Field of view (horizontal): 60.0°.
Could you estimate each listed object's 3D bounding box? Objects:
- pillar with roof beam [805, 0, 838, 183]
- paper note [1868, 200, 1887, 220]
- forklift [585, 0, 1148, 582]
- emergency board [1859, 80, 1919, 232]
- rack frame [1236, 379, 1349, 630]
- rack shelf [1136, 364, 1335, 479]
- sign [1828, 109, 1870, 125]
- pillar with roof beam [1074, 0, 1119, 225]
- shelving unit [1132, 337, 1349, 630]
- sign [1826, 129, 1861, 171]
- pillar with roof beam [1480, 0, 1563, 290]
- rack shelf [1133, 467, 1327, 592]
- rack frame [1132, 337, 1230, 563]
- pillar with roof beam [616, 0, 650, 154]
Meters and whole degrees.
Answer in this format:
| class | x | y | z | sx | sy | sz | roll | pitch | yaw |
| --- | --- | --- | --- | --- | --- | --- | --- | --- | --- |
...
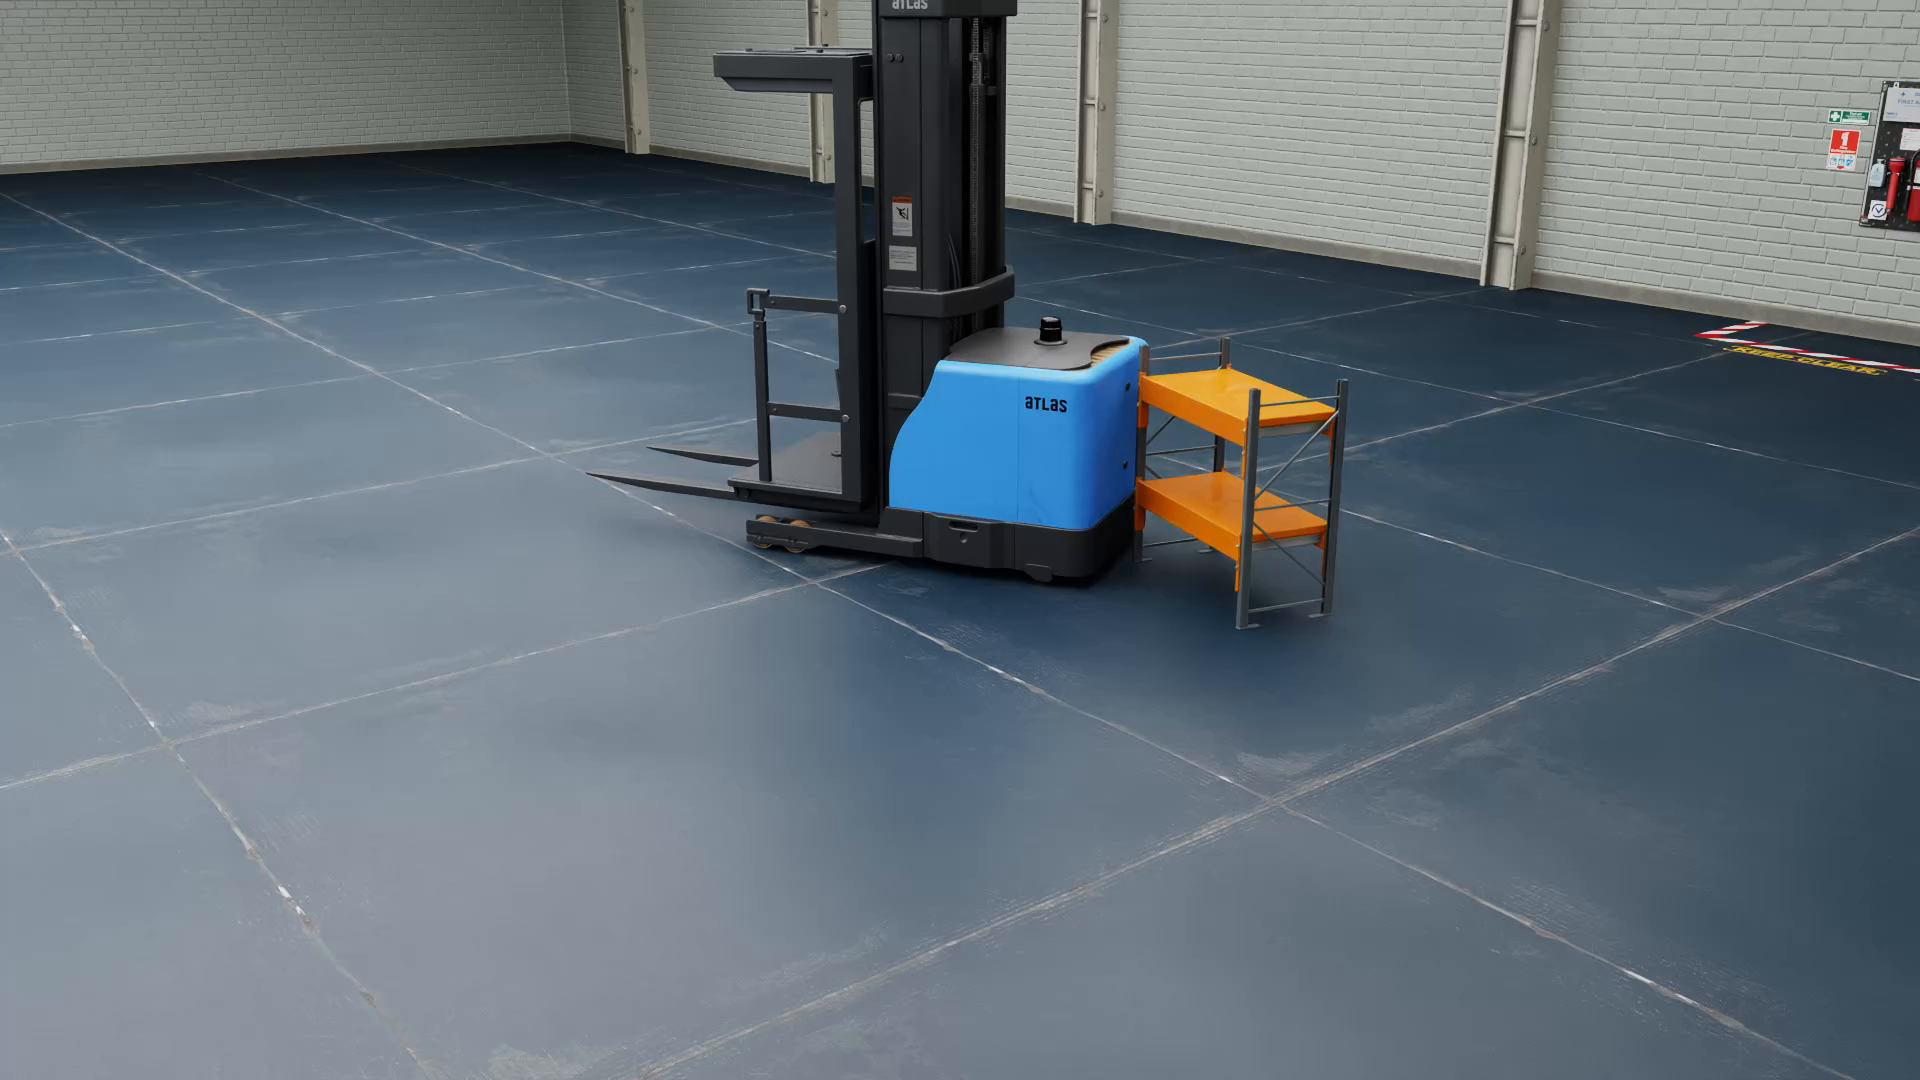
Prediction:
| class | x | y | z | sx | sy | sz | roll | pitch | yaw |
| --- | --- | --- | --- | --- | --- | --- | --- | --- | --- |
| pillar with roof beam | -5.424 | -8.905 | 21.439 | 9.100 | 9.000 | 0.400 | -14 | 23 | -36 |
| paper note | 7.566 | -2.717 | 13.697 | 0.016 | 0.148 | 0.142 | -14 | 23 | -36 |
| forklift | -0.573 | -1.468 | 8.633 | 3.031 | 2.935 | 1.130 | 8 | 20 | 22 |
| emergency board | 7.622 | -3.078 | 13.386 | 0.194 | 1.169 | 0.643 | -14 | 23 | -36 |
| rack frame | 1.504 | -0.155 | 7.541 | 0.500 | 1.125 | 0.032 | -7 | 20 | -21 |
| rack shelf | 1.311 | -0.581 | 7.895 | 0.538 | 0.278 | 1.000 | -7 | 20 | -21 |
| sign | 7.355 | -3.500 | 13.761 | 0.001 | 0.109 | 0.331 | -14 | 23 | -36 |
| pillar with roof beam | -1.699 | -7.426 | 16.974 | 9.100 | 9.000 | 0.400 | -14 | 23 | -36 |
| shelving unit | 1.311 | -0.303 | 7.987 | 0.538 | 1.125 | 1.048 | -7 | 20 | -21 |
| sign | 7.359 | -3.251 | 13.853 | 0.001 | 0.329 | 0.234 | -14 | 23 | -36 |
| pillar with roof beam | 2.026 | -5.948 | 12.509 | 9.100 | 9.000 | 0.400 | -14 | 23 | -36 |
| rack shelf | 1.311 | -0.071 | 8.064 | 0.538 | 0.278 | 1.000 | -7 | 20 | -21 |
| rack frame | 1.118 | -0.451 | 8.434 | 0.500 | 1.125 | 0.032 | -7 | 20 | -21 |
| pillar with roof beam | -9.150 | -10.383 | 25.904 | 9.100 | 9.000 | 0.400 | -14 | 23 | -36 |
